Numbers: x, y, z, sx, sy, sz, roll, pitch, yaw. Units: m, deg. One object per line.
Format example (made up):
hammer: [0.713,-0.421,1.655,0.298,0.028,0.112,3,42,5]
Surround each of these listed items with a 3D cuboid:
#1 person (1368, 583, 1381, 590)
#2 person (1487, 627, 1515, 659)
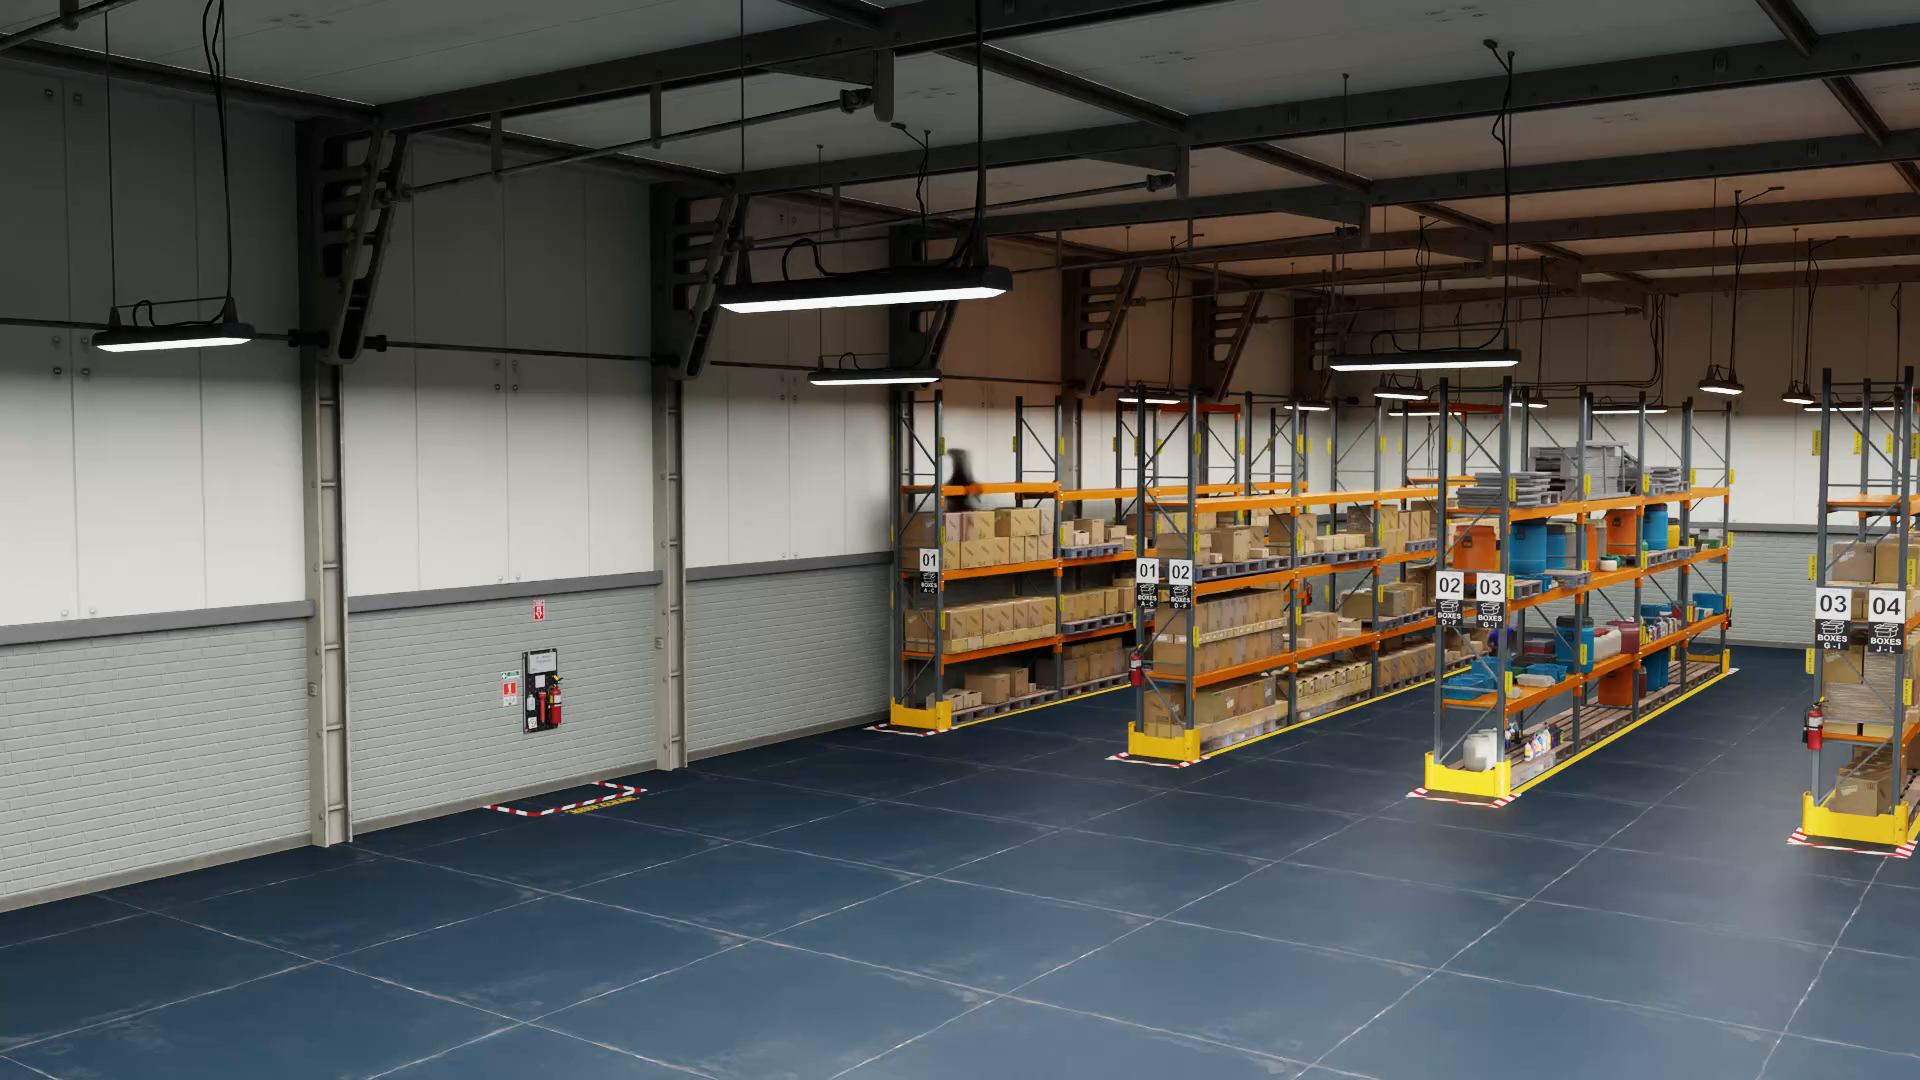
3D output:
person: [10.539,1.834,42.799,0.711,1.598,0.632,-2,4,-32]
person: [11.262,2.360,34.658,0.567,1.450,1.095,1,3,14]
